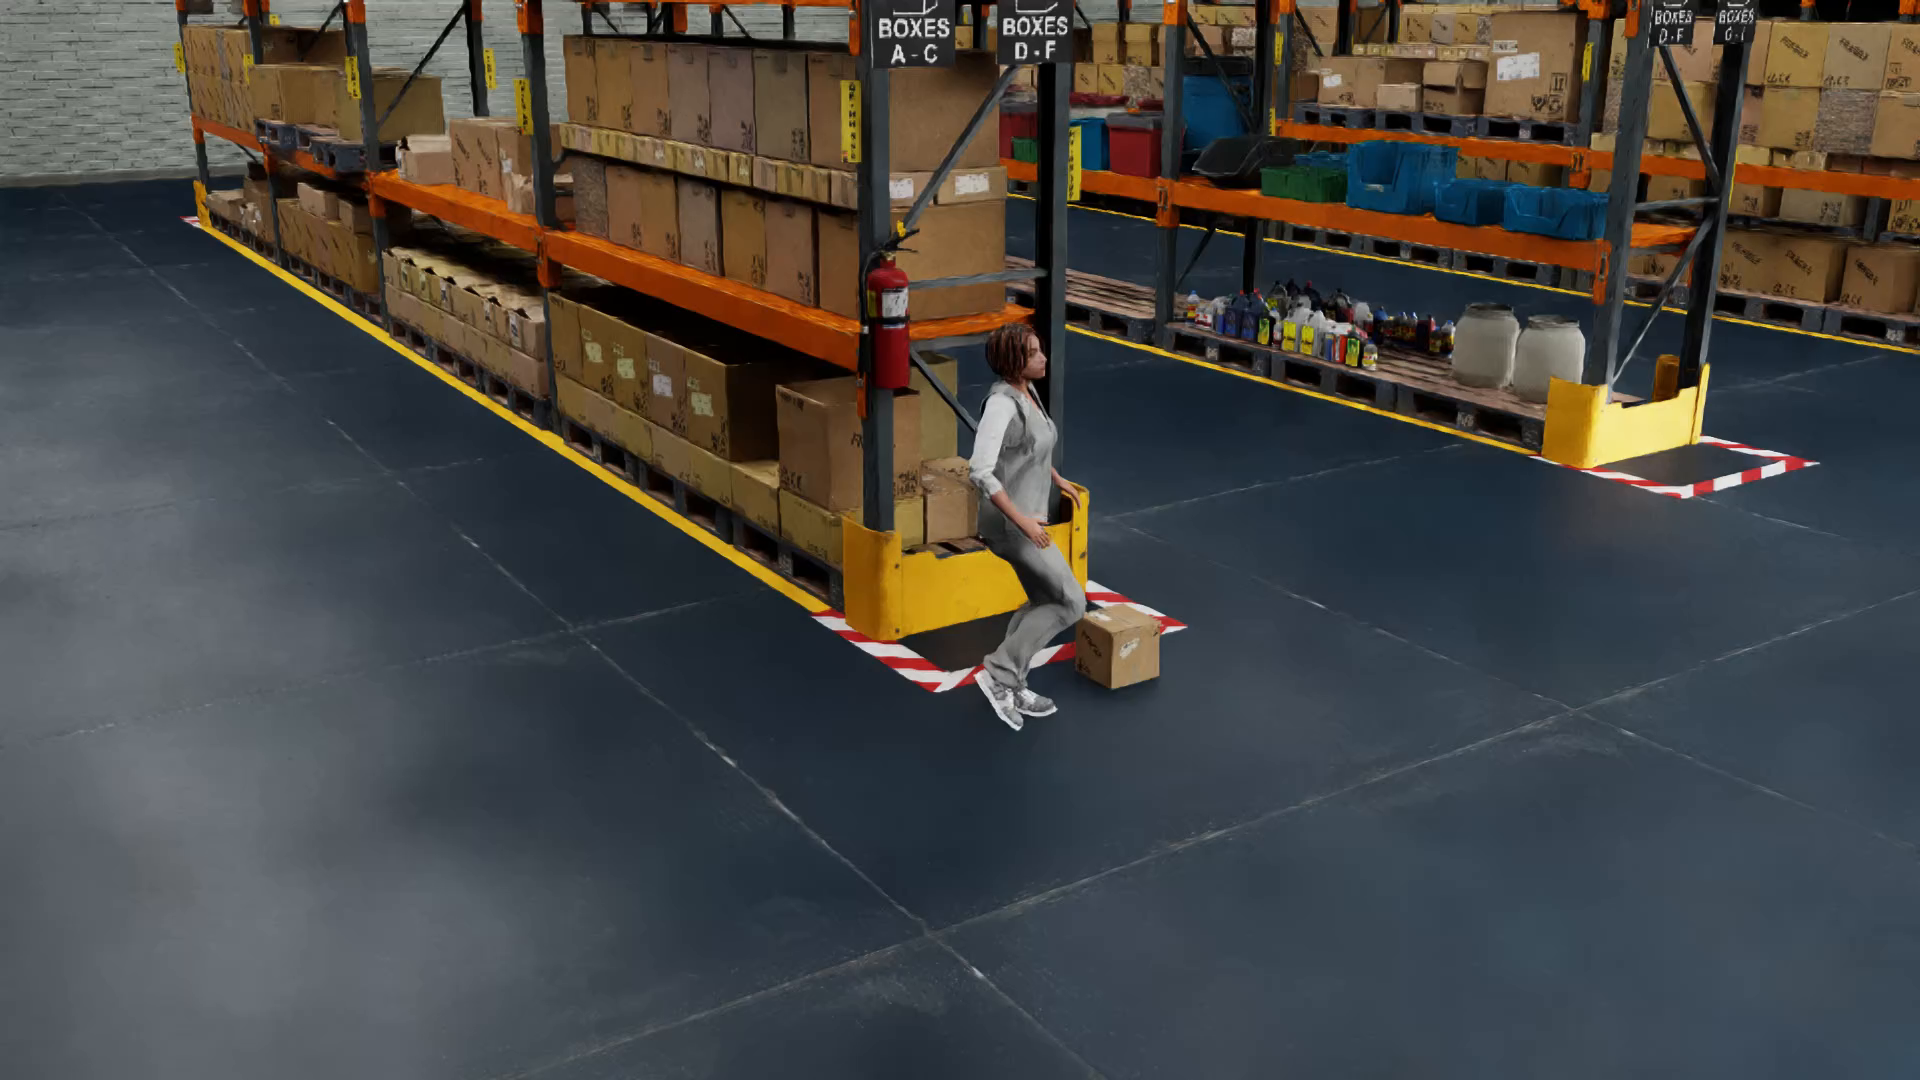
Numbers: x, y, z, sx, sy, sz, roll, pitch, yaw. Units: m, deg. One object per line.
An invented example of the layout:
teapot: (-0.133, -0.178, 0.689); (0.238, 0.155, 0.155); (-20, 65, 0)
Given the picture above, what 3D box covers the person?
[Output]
person: (0.263, -0.060, 6.312); (0.442, 1.568, 0.579); (1, 18, 3)
